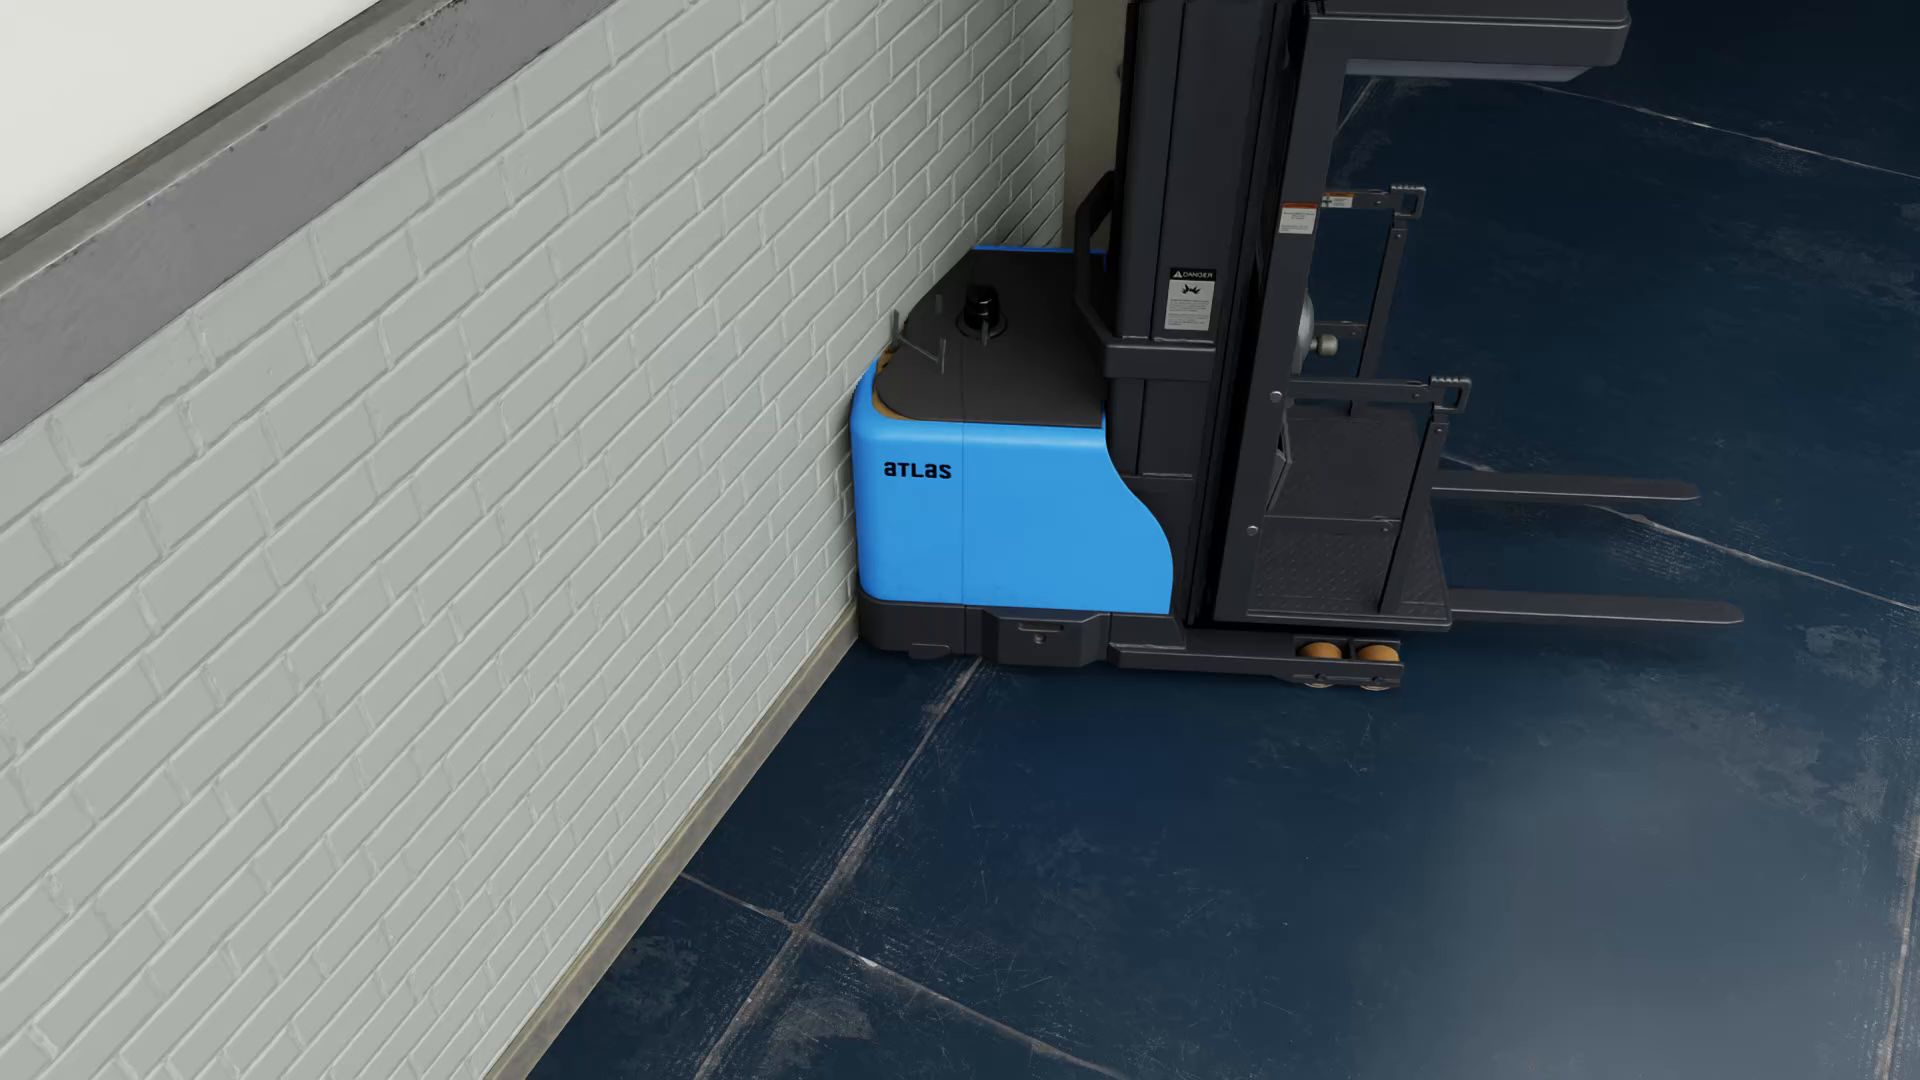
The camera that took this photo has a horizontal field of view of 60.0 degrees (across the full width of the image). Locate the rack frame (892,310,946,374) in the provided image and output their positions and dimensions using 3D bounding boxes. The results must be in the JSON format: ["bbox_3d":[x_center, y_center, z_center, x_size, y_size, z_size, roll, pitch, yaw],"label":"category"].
[{"bbox_3d":[-0.172,-0.191,5.568,0.006,1.200,0.240,-26,46,-36],"label":"rack frame"}]

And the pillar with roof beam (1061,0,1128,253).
[{"bbox_3d":[4.432,-2.549,2.442,9.100,9.000,0.400,20,49,19],"label":"pillar with roof beam"}]

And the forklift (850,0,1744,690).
[{"bbox_3d":[1.184,-0.905,5.084,3.031,2.935,1.130,3,45,3],"label":"forklift"}]

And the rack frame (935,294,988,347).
[{"bbox_3d":[-0.038,-0.256,5.675,0.006,1.200,0.240,-26,46,-36],"label":"rack frame"}]

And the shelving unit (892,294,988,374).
[{"bbox_3d":[-0.105,-0.223,5.621,0.189,1.200,0.258,-26,46,-36],"label":"shelving unit"}]
